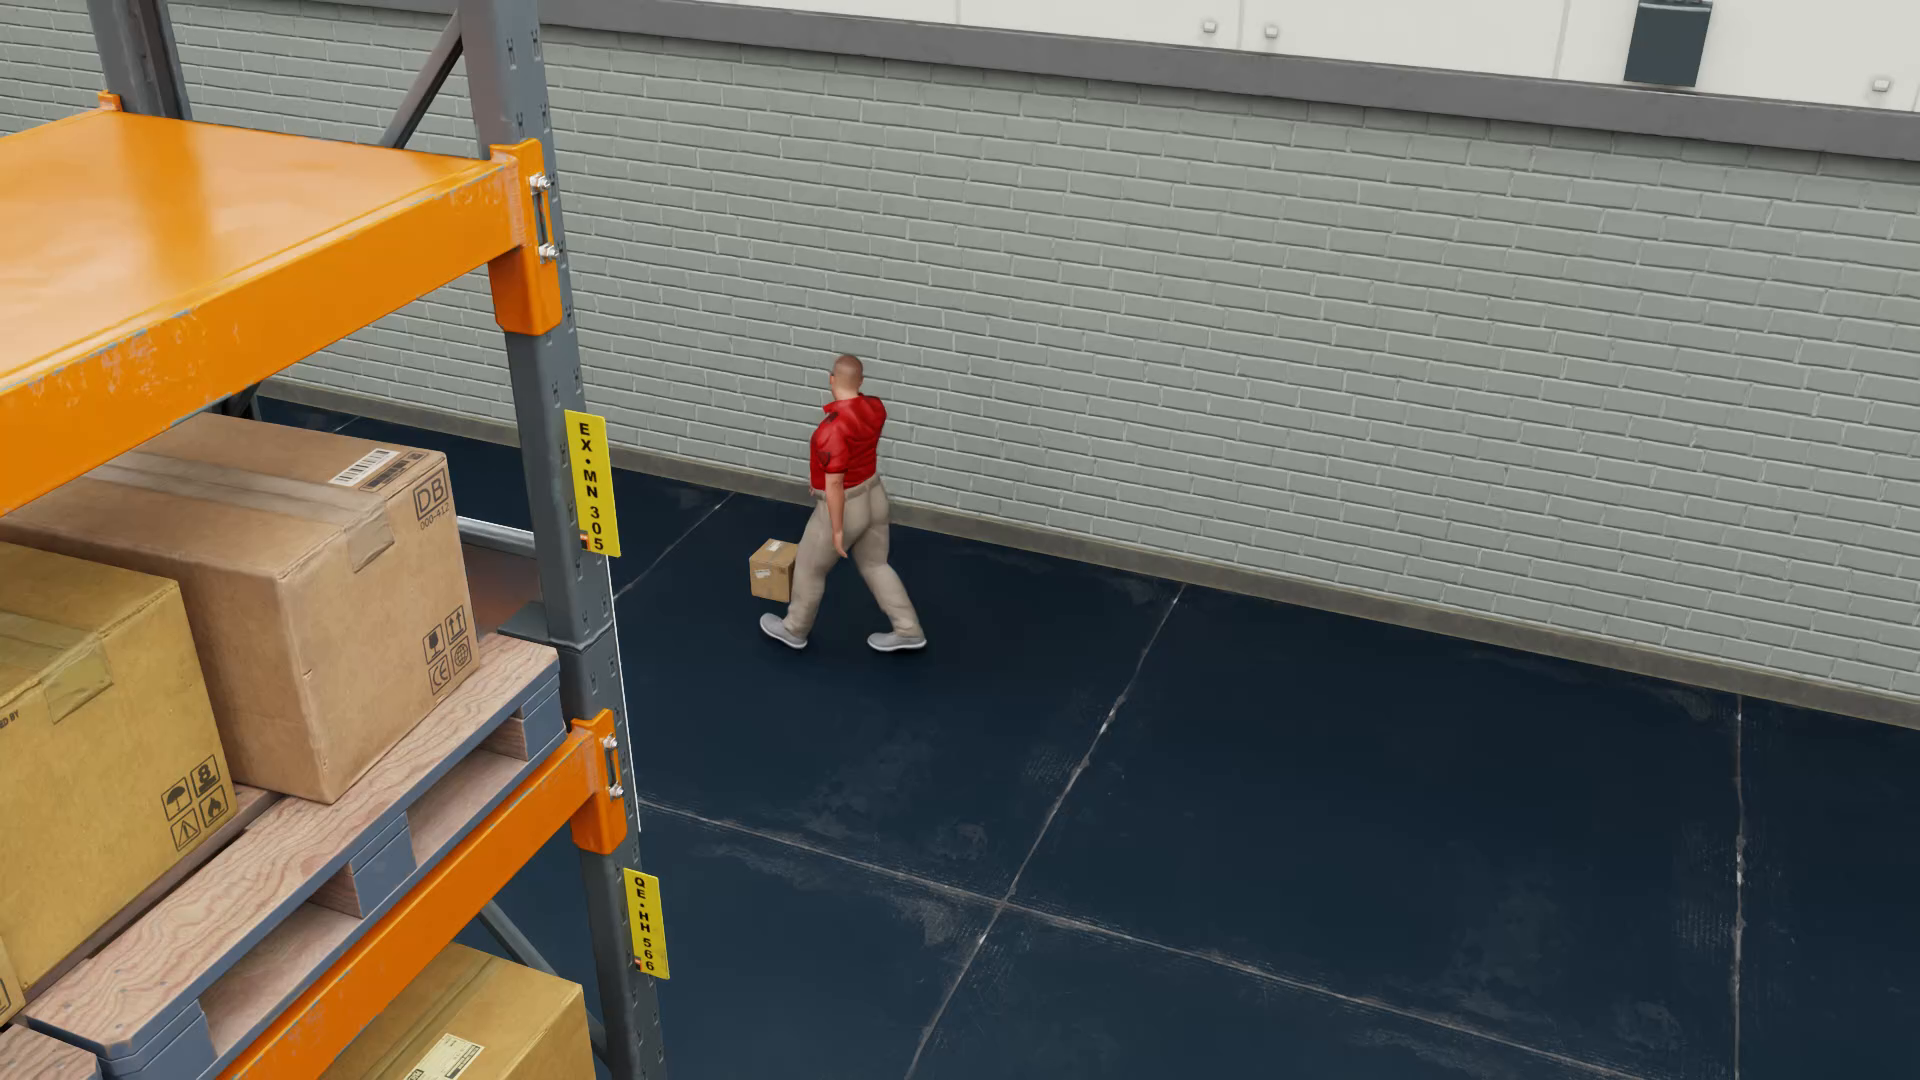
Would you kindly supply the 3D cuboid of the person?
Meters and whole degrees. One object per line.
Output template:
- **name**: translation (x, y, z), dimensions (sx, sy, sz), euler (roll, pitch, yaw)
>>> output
- **person**: translation (-0.622, -0.190, 8.773), dimensions (0.909, 1.679, 0.546), euler (19, 34, 29)
